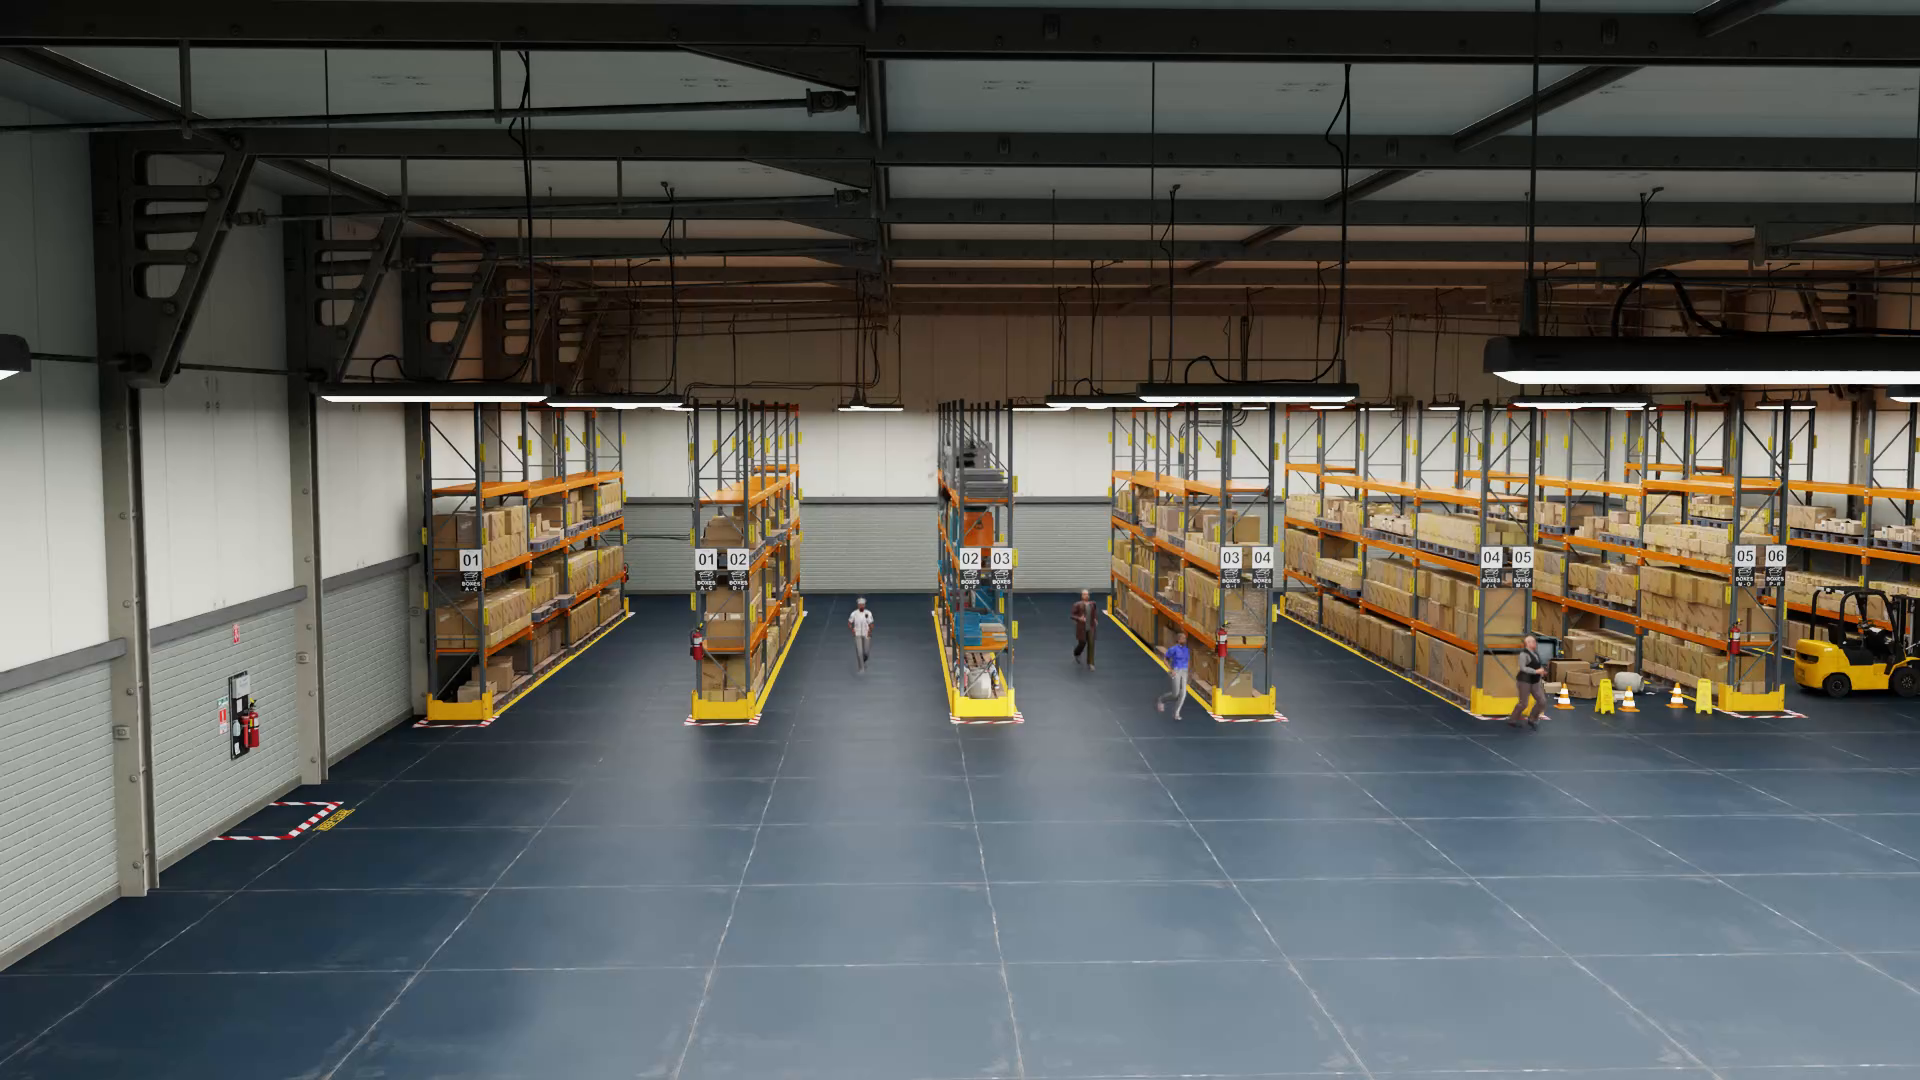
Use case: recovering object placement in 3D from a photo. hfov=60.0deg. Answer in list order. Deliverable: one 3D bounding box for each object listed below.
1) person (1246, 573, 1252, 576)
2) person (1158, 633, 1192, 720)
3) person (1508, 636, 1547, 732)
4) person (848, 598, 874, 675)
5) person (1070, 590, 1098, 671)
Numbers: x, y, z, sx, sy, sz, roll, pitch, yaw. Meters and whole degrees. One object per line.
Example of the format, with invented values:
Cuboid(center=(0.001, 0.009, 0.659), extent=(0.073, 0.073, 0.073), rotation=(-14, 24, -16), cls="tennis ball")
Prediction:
Cuboid(center=(8.158, 1.313, 46.630), extent=(0.700, 1.850, 0.748), rotation=(1, 4, 13), cls="person")
Cuboid(center=(4.133, 2.548, 31.357), extent=(0.625, 1.589, 0.679), rotation=(-2, 5, -30), cls="person")
Cuboid(center=(10.260, 2.612, 29.938), extent=(0.668, 1.777, 0.733), rotation=(-4, 6, -40), cls="person")
Cuboid(center=(-2.190, 2.105, 36.762), extent=(0.586, 1.676, 0.583), rotation=(0, 4, -6), cls="person")
Cuboid(center=(2.806, 1.997, 37.256), extent=(0.712, 1.776, 1.037), rotation=(-1, 4, -15), cls="person")
